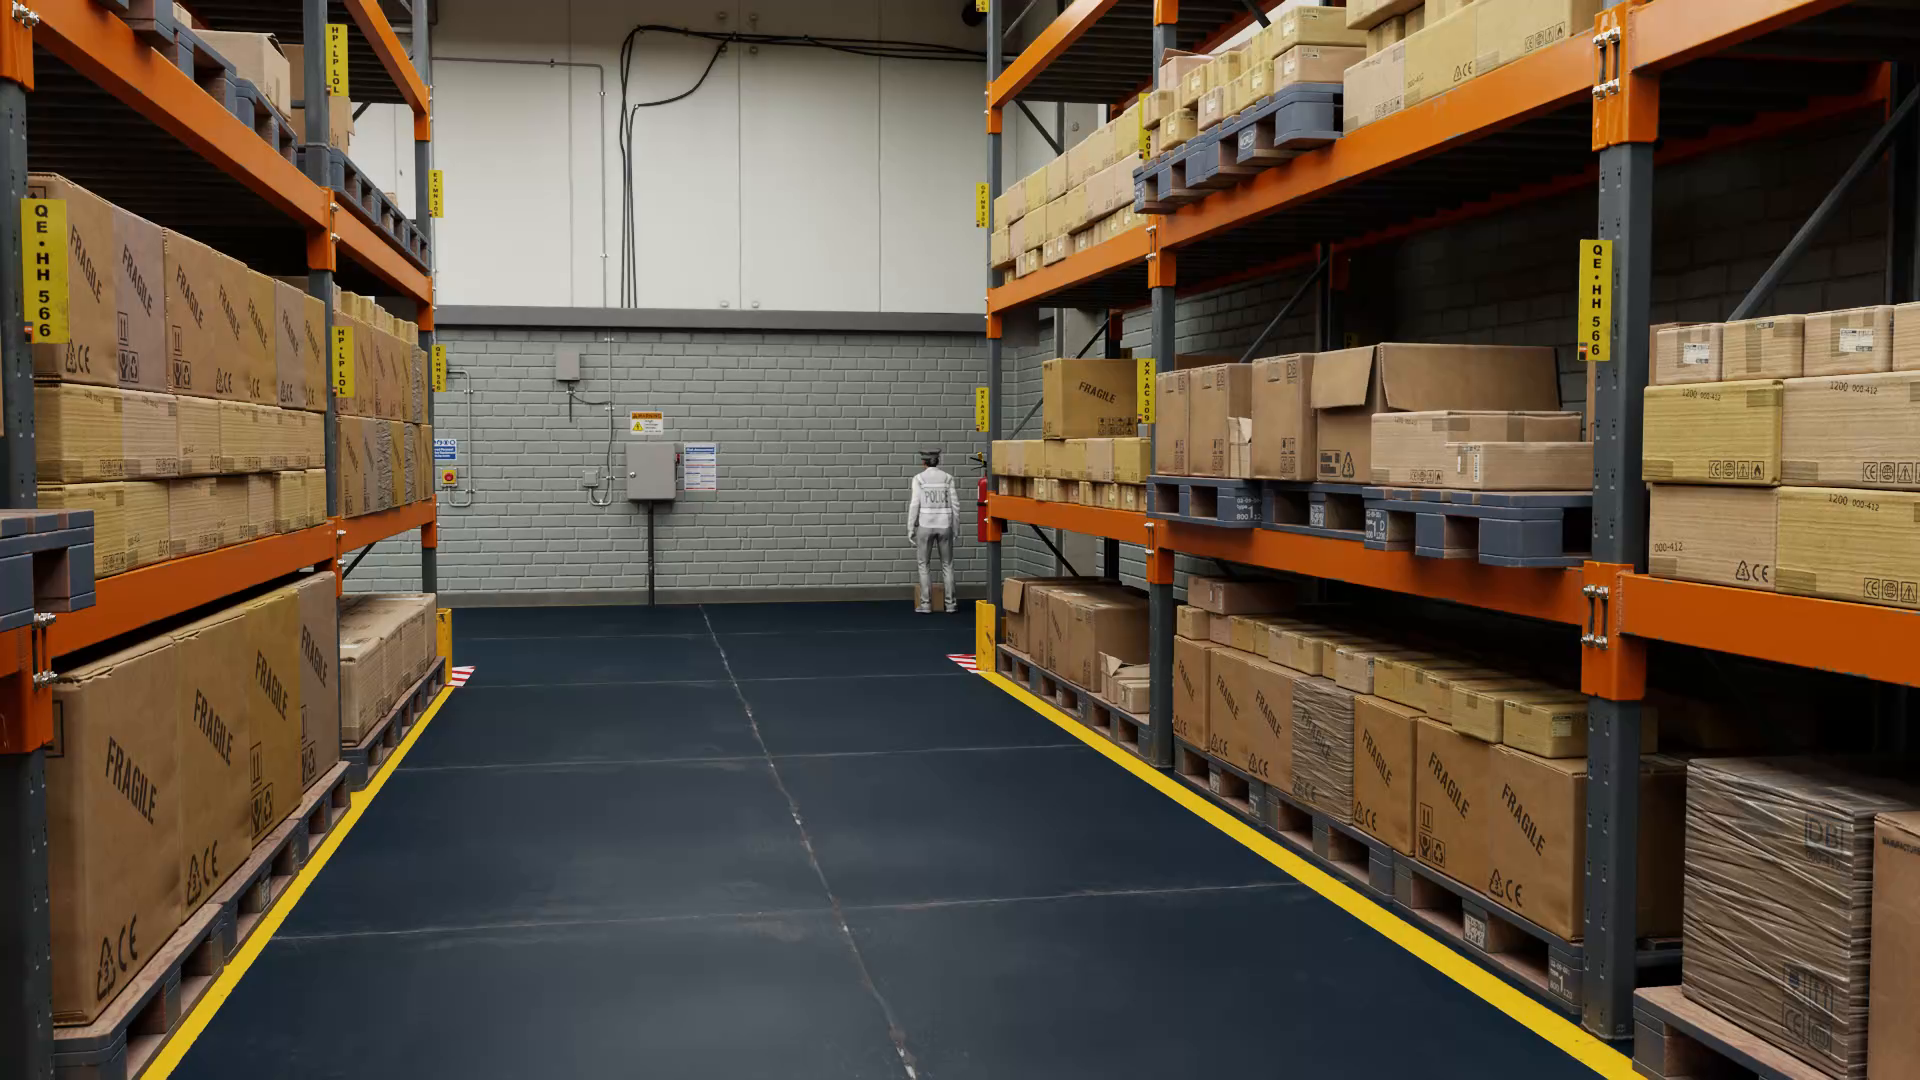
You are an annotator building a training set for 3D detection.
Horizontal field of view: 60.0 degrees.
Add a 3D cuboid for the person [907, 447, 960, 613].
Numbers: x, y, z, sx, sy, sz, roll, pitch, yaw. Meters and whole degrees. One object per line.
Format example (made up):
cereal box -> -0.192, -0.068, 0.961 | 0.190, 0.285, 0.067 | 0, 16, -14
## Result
person -> -0.263, -0.099, 16.619 | 0.542, 1.662, 0.376 | -1, 3, -15
